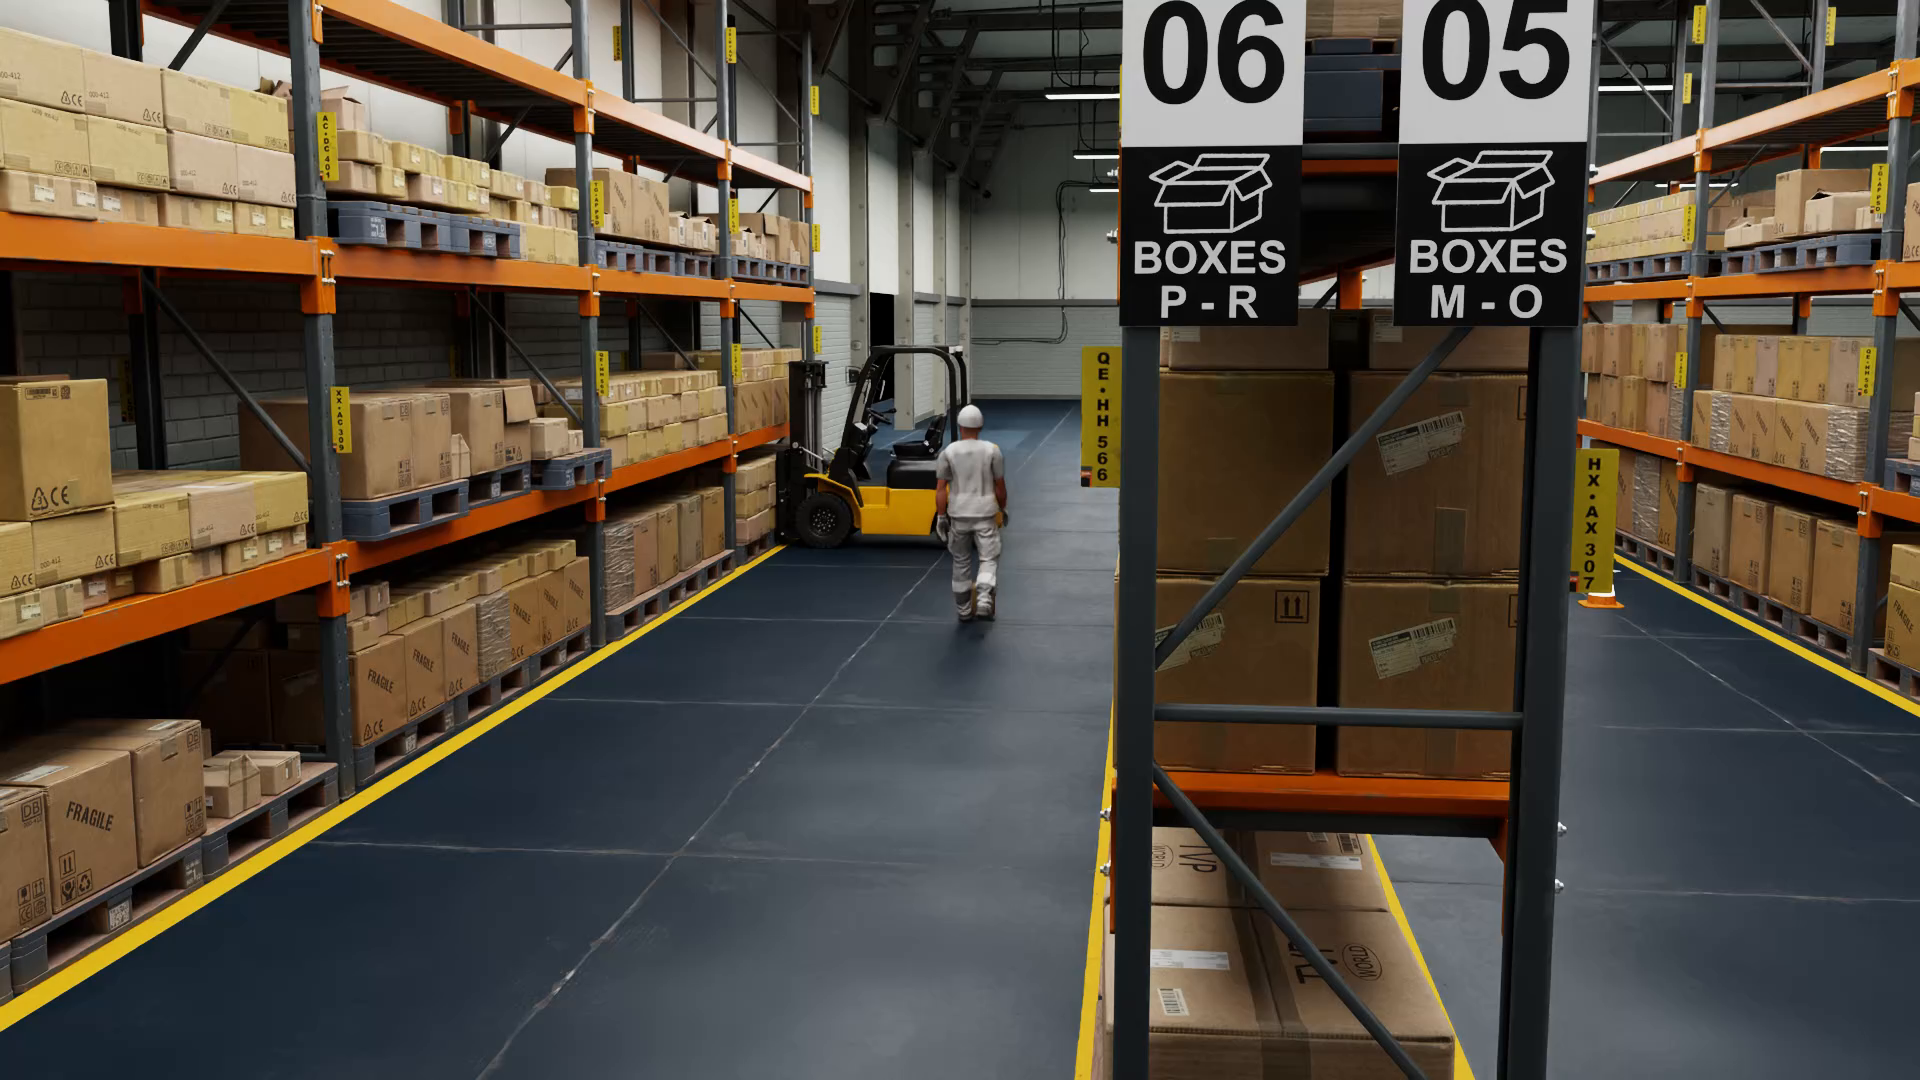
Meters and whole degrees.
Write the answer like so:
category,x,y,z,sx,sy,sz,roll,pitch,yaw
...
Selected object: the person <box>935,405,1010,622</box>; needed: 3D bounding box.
category,x,y,z,sx,sy,sz,roll,pitch,yaw
person,0.105,-0.192,13.166,0.556,1.761,0.912,1,8,8
